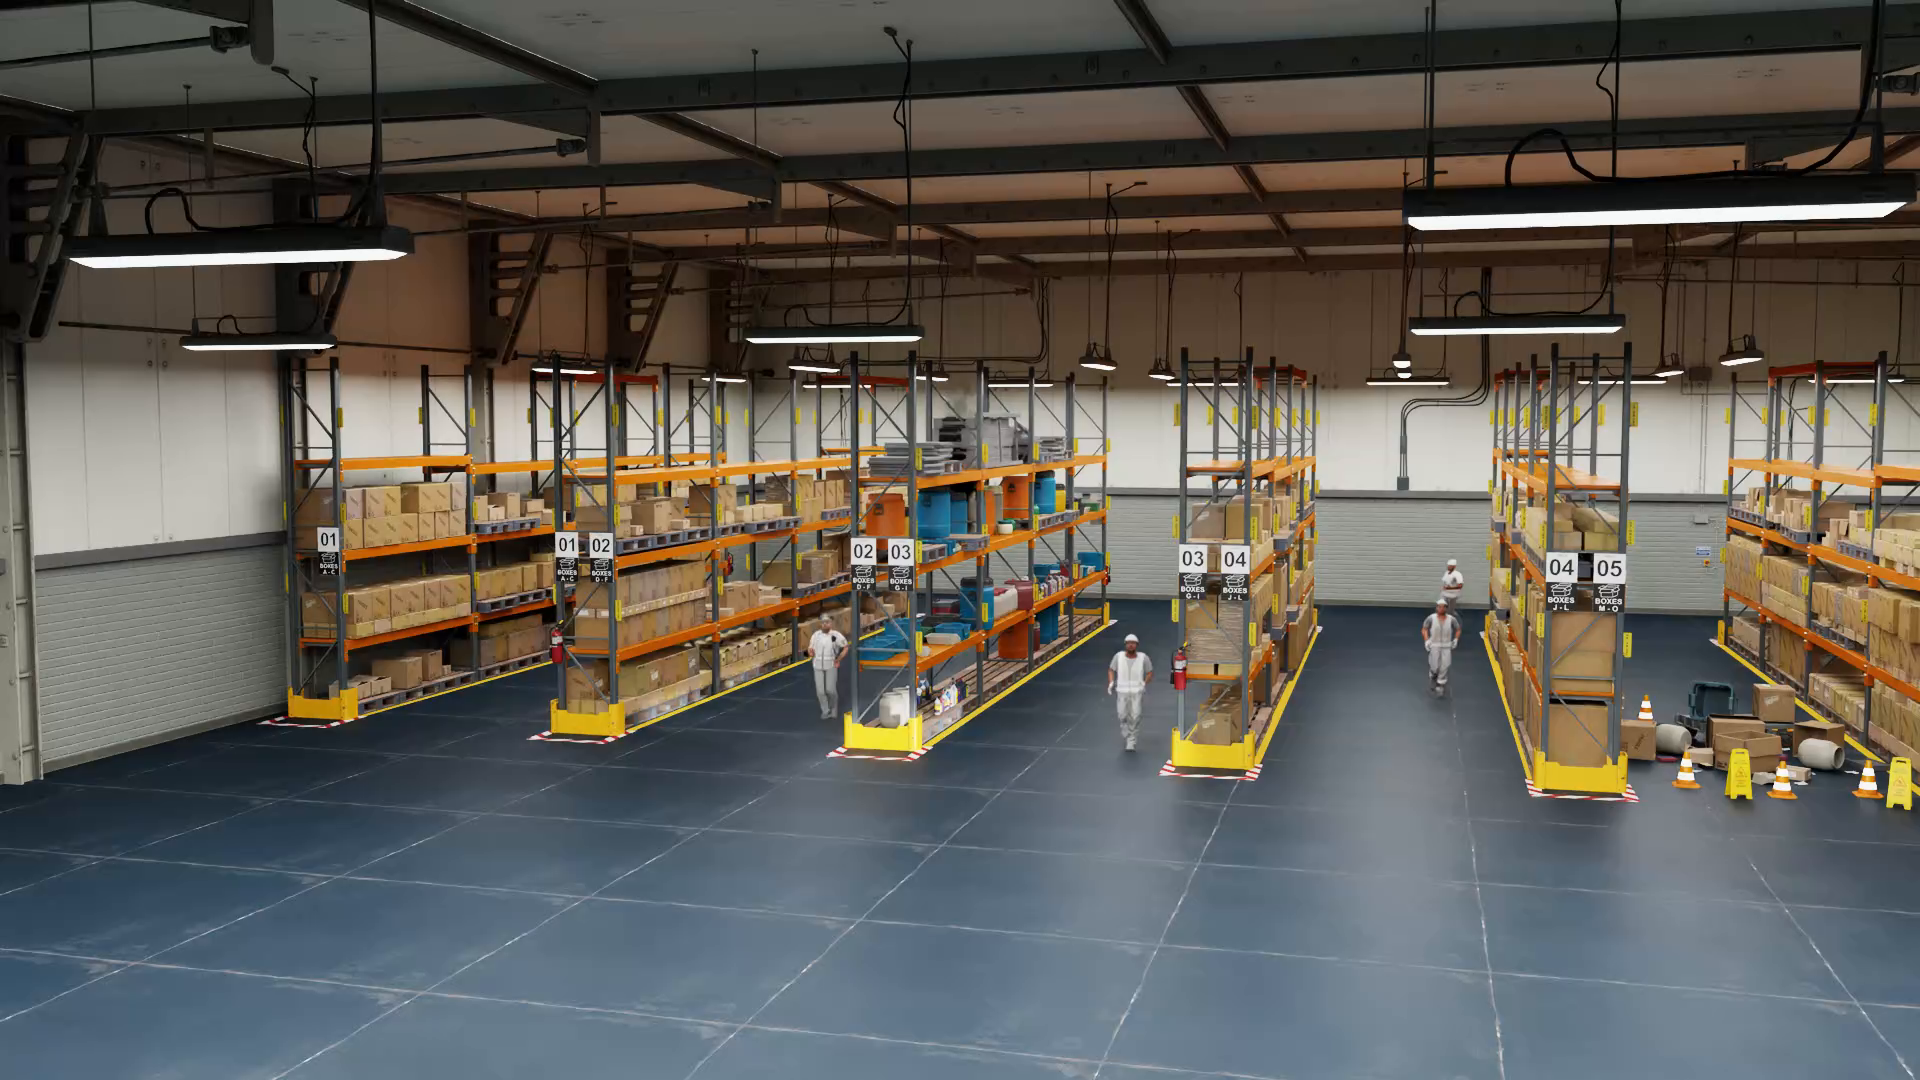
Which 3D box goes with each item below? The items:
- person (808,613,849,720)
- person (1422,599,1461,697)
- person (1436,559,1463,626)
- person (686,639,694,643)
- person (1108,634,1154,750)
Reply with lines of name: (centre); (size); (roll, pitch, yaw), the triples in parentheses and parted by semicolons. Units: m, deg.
person: (-2.194, 2.079, 27.154); (0.649, 1.750, 0.619); (1, 4, 10)
person: (8.665, 1.936, 29.921); (0.678, 1.755, 0.593); (1, 4, 12)
person: (11.525, 1.321, 38.884); (0.817, 1.775, 0.750); (-1, 4, -19)
person: (-5.512, 1.686, 33.825); (0.593, 1.753, 0.755); (1, 4, 16)
person: (2.577, 2.288, 25.111); (0.688, 1.735, 0.600); (1, 4, 10)
